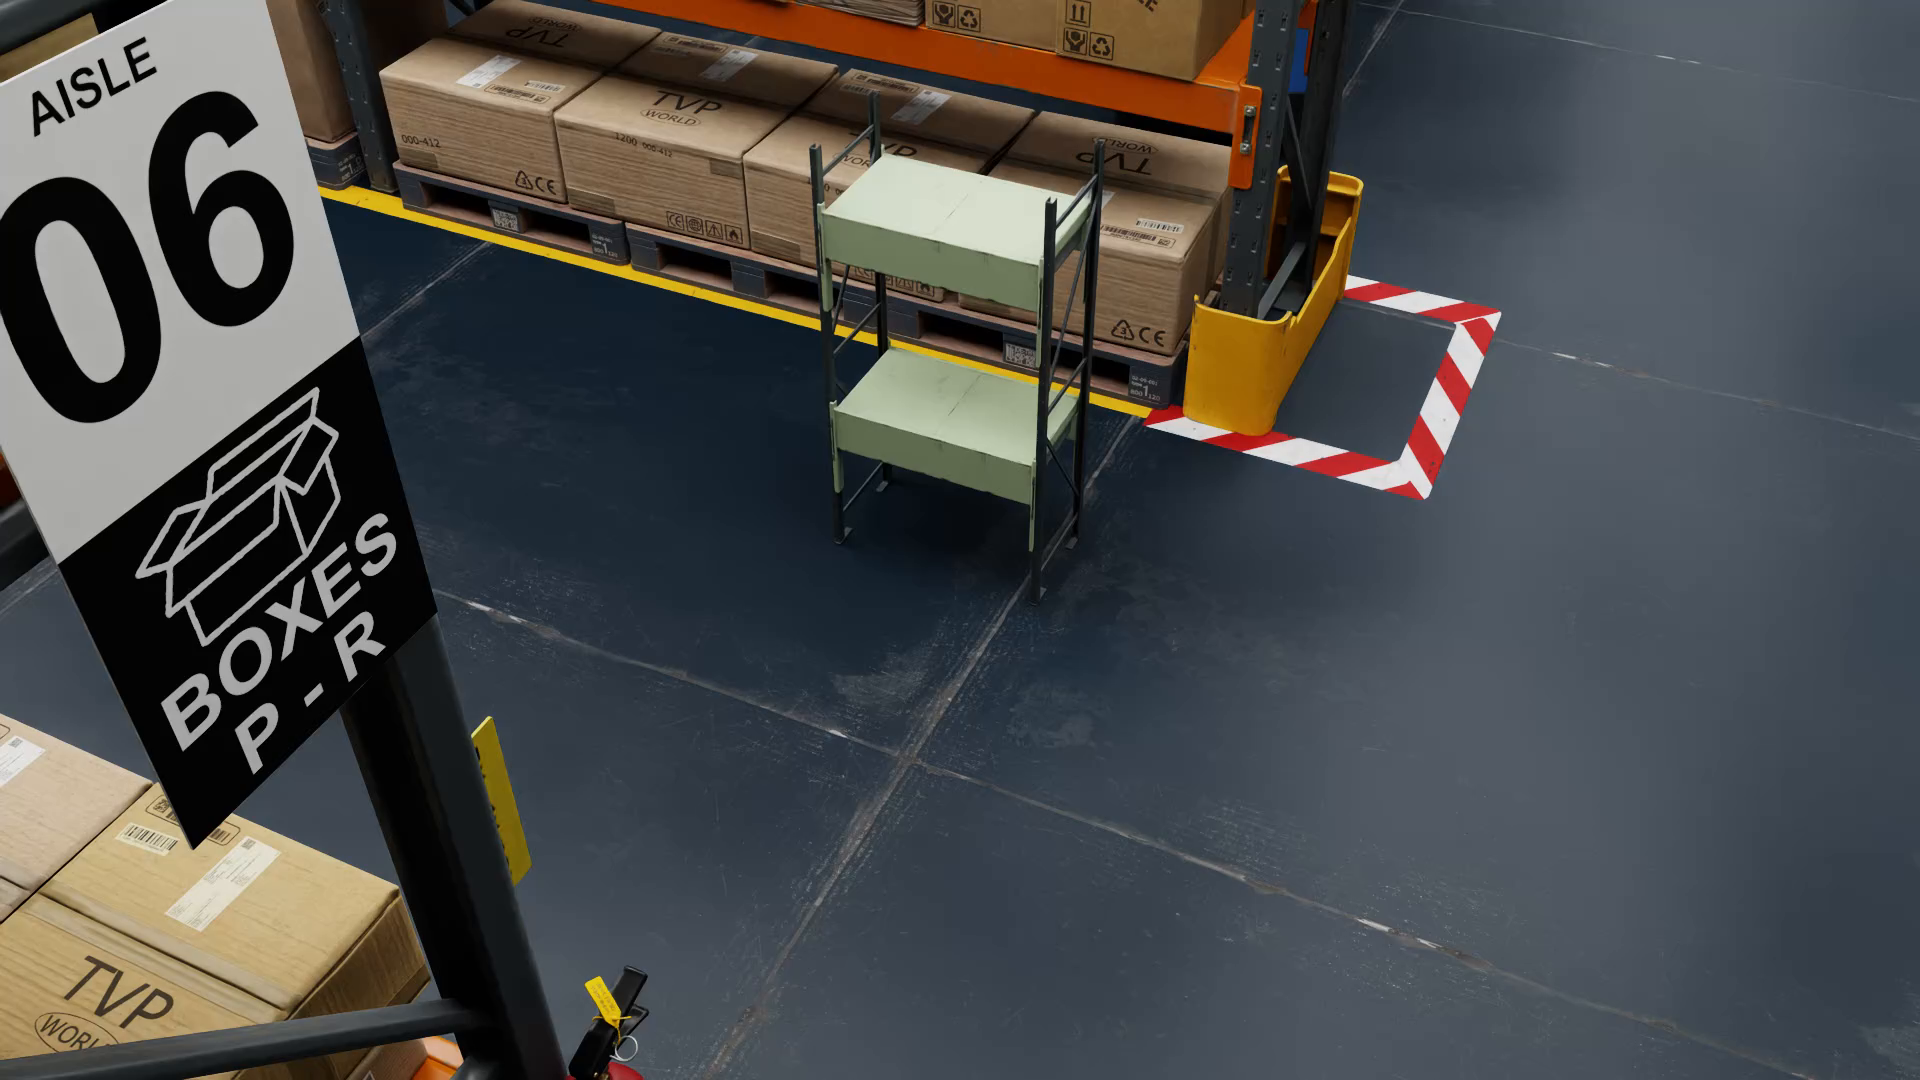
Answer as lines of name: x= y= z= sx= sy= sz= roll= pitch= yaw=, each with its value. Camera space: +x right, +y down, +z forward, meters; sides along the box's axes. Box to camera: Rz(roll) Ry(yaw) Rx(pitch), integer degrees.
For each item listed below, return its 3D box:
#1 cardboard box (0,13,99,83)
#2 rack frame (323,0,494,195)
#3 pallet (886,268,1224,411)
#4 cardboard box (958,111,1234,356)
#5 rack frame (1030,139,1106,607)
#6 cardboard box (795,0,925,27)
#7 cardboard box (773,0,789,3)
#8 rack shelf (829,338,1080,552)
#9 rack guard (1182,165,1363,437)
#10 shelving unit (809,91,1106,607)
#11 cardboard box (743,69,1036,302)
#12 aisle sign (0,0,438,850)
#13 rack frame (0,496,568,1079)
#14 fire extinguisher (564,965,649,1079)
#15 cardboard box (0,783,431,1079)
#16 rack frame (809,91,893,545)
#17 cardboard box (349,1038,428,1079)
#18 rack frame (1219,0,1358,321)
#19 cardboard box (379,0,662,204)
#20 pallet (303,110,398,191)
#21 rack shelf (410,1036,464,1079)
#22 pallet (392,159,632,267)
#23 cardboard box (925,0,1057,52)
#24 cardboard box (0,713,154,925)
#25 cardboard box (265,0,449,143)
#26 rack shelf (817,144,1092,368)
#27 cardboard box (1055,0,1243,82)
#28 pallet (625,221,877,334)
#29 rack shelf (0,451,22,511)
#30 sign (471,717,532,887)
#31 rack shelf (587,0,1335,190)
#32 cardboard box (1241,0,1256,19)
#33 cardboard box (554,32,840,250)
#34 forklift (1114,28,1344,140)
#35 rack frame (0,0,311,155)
cardboard box: x=-1.178 y=-0.432 z=1.556 sx=0.500 sy=0.250 sz=0.500 roll=17 pitch=44 yaw=18
rack frame: x=-2.421 y=-3.013 z=6.936 sx=0.127 sy=3.000 sz=1.000 roll=17 pitch=44 yaw=19
pallet: x=0.446 y=-1.027 z=6.773 sx=1.213 sy=0.211 sz=1.003 roll=17 pitch=44 yaw=19
cardboard box: x=0.563 y=-1.219 z=6.502 sx=0.875 sy=0.438 sz=0.875 roll=16 pitch=43 yaw=17
rack frame: x=0.326 y=-0.467 z=5.144 sx=0.023 sy=1.500 sz=0.400 roll=17 pitch=44 yaw=19
cardboard box: x=-0.264 y=-2.204 z=5.926 sx=0.500 sy=0.500 sz=0.500 roll=18 pitch=44 yaw=20
cardboard box: x=-0.738 y=-2.339 z=6.083 sx=0.500 sy=0.500 sz=0.500 roll=18 pitch=44 yaw=20
rack shelf: x=-0.006 y=-0.322 z=5.474 sx=0.720 sy=0.370 sz=0.431 roll=17 pitch=44 yaw=19
rack guard: x=1.225 y=-0.954 z=6.469 sx=0.348 sy=0.500 sz=1.175 roll=17 pitch=44 yaw=19
shelving unit: x=-0.006 y=-0.569 z=5.261 sx=0.755 sy=1.500 sz=0.431 roll=17 pitch=44 yaw=19
cardboard box: x=-0.270 y=-1.468 z=6.789 sx=0.875 sy=0.438 sz=0.875 roll=18 pitch=44 yaw=20
aisle sign: x=-0.706 y=-0.096 z=1.586 sx=0.004 sy=0.787 sz=0.394 roll=17 pitch=44 yaw=19
rack frame: x=-0.892 y=1.042 z=2.258 sx=0.127 sy=3.000 sz=1.000 roll=17 pitch=44 yaw=19
fire extinguisher: x=-0.563 y=0.978 z=2.675 sx=0.183 sy=0.674 sz=0.296 roll=17 pitch=44 yaw=19
cardboard box: x=-1.189 y=0.701 z=2.539 sx=0.500 sy=0.250 sz=0.500 roll=17 pitch=44 yaw=19
rack frame: x=-0.338 y=-0.670 z=5.378 sx=0.023 sy=1.500 sz=0.400 roll=17 pitch=44 yaw=19
cardboard box: x=-1.074 y=0.883 z=2.633 sx=0.250 sy=0.149 sz=0.380 roll=17 pitch=44 yaw=18
rack frame: x=1.203 y=-1.905 z=5.658 sx=0.127 sy=3.000 sz=1.000 roll=17 pitch=44 yaw=19
cardboard box: x=-1.898 y=-1.966 z=7.364 sx=0.875 sy=0.438 sz=0.875 roll=16 pitch=44 yaw=18
pallet: x=-3.153 y=-2.128 z=8.044 sx=1.213 sy=0.211 sz=1.003 roll=17 pitch=44 yaw=19
rack shelf: x=-2.704 y=0.760 z=3.132 sx=4.000 sy=0.370 sz=1.077 roll=17 pitch=44 yaw=19
pallet: x=-1.765 y=-1.702 z=7.553 sx=1.213 sy=0.211 sz=1.003 roll=17 pitch=44 yaw=19
cardboard box: x=0.206 y=-2.068 z=5.769 sx=0.500 sy=0.500 sz=0.500 roll=16 pitch=43 yaw=18
cardboard box: x=-1.646 y=0.561 z=2.700 sx=0.500 sy=0.250 sz=0.500 roll=17 pitch=44 yaw=19
cardboard box: x=-3.017 y=-2.493 z=7.638 sx=0.875 sy=0.875 sz=0.875 roll=18 pitch=44 yaw=20
rack shelf: x=-0.006 y=-0.863 z=5.005 sx=0.720 sy=0.370 sz=0.431 roll=17 pitch=44 yaw=19
cardboard box: x=0.654 y=-1.920 z=5.598 sx=0.500 sy=0.500 sz=0.500 roll=17 pitch=44 yaw=19
pallet: x=-0.656 y=-1.365 z=7.164 sx=1.213 sy=0.211 sz=1.003 roll=17 pitch=44 yaw=19
rack shelf: x=-2.704 y=-0.374 z=2.150 sx=4.000 sy=0.370 sz=1.077 roll=17 pitch=44 yaw=19
sign: x=-0.663 y=0.393 z=2.346 sx=0.005 sy=0.325 sz=0.100 roll=17 pitch=44 yaw=19
rack shelf: x=-0.609 y=-2.187 z=6.533 sx=4.000 sy=0.370 sz=1.077 roll=17 pitch=44 yaw=19
cardboard box: x=0.890 y=-2.246 z=5.975 sx=0.500 sy=0.500 sz=0.500 roll=17 pitch=44 yaw=18
cardboard box: x=-1.086 y=-1.718 z=7.078 sx=0.875 sy=0.438 sz=0.875 roll=16 pitch=43 yaw=17
forklift: x=1.388 y=-3.932 z=8.049 sx=1.130 sy=2.935 sz=3.031 roll=3 pitch=41 yaw=4
rack frame: x=-0.892 y=-1.225 z=0.293 sx=0.127 sy=3.000 sz=1.000 roll=17 pitch=44 yaw=19
